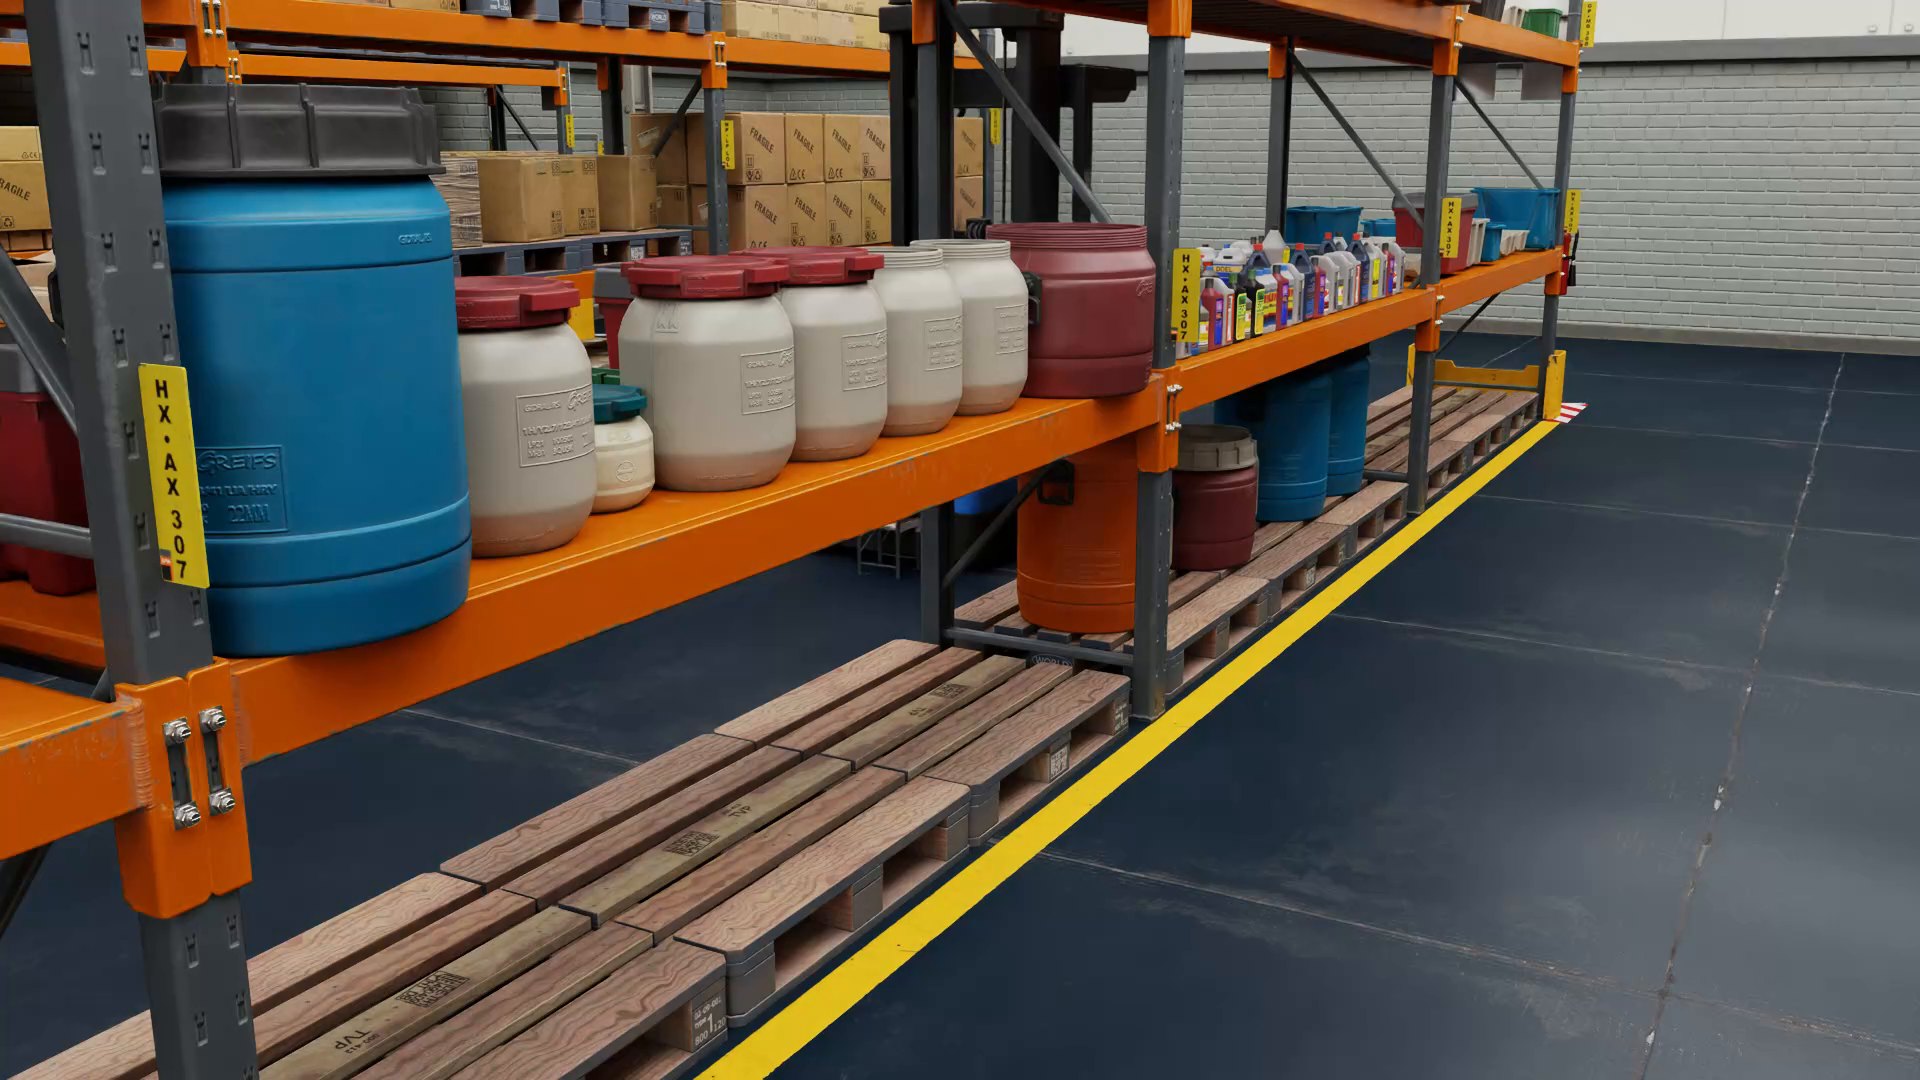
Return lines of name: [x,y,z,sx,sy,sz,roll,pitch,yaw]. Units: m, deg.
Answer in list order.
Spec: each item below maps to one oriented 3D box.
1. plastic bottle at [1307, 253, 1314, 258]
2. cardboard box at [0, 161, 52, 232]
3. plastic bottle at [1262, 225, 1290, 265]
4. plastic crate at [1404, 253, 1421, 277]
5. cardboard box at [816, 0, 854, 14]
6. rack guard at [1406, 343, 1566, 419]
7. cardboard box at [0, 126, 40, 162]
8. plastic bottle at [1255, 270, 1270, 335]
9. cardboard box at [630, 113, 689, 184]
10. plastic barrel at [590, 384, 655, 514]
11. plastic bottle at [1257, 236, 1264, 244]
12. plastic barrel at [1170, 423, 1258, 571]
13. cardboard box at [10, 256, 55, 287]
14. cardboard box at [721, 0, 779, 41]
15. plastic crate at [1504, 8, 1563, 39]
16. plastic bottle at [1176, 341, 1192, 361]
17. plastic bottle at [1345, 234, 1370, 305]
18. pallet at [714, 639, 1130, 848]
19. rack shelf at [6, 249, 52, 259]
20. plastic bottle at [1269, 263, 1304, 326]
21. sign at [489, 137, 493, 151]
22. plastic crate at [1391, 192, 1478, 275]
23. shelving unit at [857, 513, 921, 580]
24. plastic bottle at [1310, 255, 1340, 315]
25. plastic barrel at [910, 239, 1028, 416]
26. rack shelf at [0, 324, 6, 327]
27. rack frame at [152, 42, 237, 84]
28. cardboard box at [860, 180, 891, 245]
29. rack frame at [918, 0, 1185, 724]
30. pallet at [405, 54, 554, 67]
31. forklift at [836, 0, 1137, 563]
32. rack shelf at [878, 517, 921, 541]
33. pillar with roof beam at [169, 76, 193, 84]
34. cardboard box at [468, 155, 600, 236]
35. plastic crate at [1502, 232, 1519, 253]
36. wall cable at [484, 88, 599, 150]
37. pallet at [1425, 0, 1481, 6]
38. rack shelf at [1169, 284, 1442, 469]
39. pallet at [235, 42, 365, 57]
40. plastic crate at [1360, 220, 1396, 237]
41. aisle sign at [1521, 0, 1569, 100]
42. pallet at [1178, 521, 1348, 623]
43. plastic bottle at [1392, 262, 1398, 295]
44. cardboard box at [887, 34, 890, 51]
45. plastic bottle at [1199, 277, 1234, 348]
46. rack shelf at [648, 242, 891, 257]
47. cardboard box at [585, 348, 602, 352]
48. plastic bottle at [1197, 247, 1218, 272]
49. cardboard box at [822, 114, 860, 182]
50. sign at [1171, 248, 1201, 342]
plastic bottle: [1.733,-1.288,8.251,0.097,0.271,0.097,0,14,0]
cardboard box: [-7.156,-2.555,12.341,0.500,0.500,0.500,8,16,30]
plastic bottle: [1.771,-1.596,9.359,0.144,0.351,0.185,7,15,28]
plastic crate: [2.594,-1.644,9.888,0.396,0.136,0.243,7,15,28]
cardboard box: [-1.146,-4.130,12.617,0.500,0.250,0.500,7,15,28]
rack guard: [4.178,-1.276,13.259,1.175,0.500,0.348,7,15,28]
cardboard box: [-7.178,-2.916,12.238,0.500,0.250,0.500,7,15,27]
plastic bottle: [1.282,-1.023,7.152,0.097,0.271,0.097,0,14,0]
cardboard box: [-2.072,-2.894,12.289,0.500,0.500,0.500,7,15,28]
plastic barrel: [-0.849,-0.209,3.797,0.301,0.262,0.301,0,14,0]
plastic bottle: [1.693,-1.580,9.437,0.061,0.283,0.133,7,15,28]
plastic barrel: [1.078,-0.209,7.750,0.600,0.588,0.708,7,15,28]
cardboard box: [-4.626,-1.200,7.802,0.500,0.311,0.500,7,15,27]
cardboard box: [-1.639,-3.683,11.830,0.500,0.250,0.500,7,15,28]
plastic crate: [3.951,-3.605,11.639,0.450,0.188,0.336,7,15,28]
plastic bottle: [0.803,-0.835,6.362,0.152,0.276,0.135,7,15,28]
plastic bottle: [1.997,-1.376,8.447,0.144,0.351,0.185,7,15,28]
pallet: [-0.098,0.667,5.817,1.003,0.211,1.213,7,15,28]
rack shelf: [-7.395,-2.026,12.573,1.077,0.370,4.000,7,15,28]
plastic bottle: [1.473,-1.120,7.542,0.152,0.276,0.135,7,15,28]
sign: [-4.978,-4.130,17.750,0.100,0.325,0.005,7,15,28]
plastic crate: [2.895,-1.879,10.162,0.402,0.464,0.583,7,15,28]
shelving unit: [-0.357,-0.274,8.251,0.258,0.900,0.210,7,15,27]
plastic bottle: [1.739,-1.232,8.010,0.152,0.276,0.135,7,15,28]
plastic barrel: [0.000,-0.662,5.142,0.421,0.512,0.421,0,14,0]
rack shelf: [-4.991,-0.645,6.844,1.077,0.370,4.000,7,15,28]
rack frame: [-6.428,-2.786,14.191,1.000,3.000,0.127,7,15,28]
cardboard box: [-0.872,-2.660,13.455,0.500,0.500,0.500,7,15,27]
rack frame: [0.310,-0.843,6.131,1.000,3.000,0.127,7,15,28]
pallet: [-4.844,-4.869,16.618,1.003,0.211,1.213,7,15,28]
forklift: [0.318,-1.609,9.453,1.130,2.935,3.031,7,15,27]
rack shelf: [-0.357,-0.067,8.301,0.258,0.077,0.200,7,15,27]
pillar with roof beam: [-3.079,-5.457,12.467,9.100,9.000,0.400,7,15,28]
cardboard box: [-2.792,-2.258,10.892,0.700,0.500,0.500,10,17,37]
plastic crate: [3.789,-2.140,11.944,0.396,0.136,0.243,7,15,28]
wall cable: [-4.704,-4.471,19.010,0.084,1.984,1.851,7,15,28]
pallet: [1.951,-2.858,8.493,1.213,0.211,1.003,7,15,28]
rack shelf: [1.277,-0.904,7.917,1.077,0.370,4.000,7,15,28]
pallet: [-6.024,-4.368,14.541,1.003,0.211,1.213,7,15,28]
plastic crate: [2.989,-2.087,11.520,0.416,0.233,0.300,7,15,28]
aisle sign: [4.469,-3.730,12.558,0.394,0.787,0.004,7,15,28]
pallet: [1.246,0.097,8.183,1.003,0.211,1.213,7,15,28]
plastic bottle: [2.304,-1.423,8.959,0.097,0.201,0.097,0,14,0]
cardboard box: [-0.656,-4.091,13.523,0.500,0.250,0.500,7,15,28]
plastic bottle: [1.026,-0.930,6.756,0.152,0.276,0.135,7,15,28]
rack shelf: [-1.123,-2.286,13.652,1.077,0.370,4.000,7,15,28]
cardboard box: [-2.786,-1.042,11.351,0.500,0.500,0.500,8,16,29]
plastic bottle: [1.239,-1.362,8.547,0.152,0.276,0.135,7,15,28]
cardboard box: [-1.118,-3.037,12.882,0.500,0.500,0.500,7,15,26]
sign: [0.795,-0.862,5.859,0.100,0.325,0.005,7,15,28]
